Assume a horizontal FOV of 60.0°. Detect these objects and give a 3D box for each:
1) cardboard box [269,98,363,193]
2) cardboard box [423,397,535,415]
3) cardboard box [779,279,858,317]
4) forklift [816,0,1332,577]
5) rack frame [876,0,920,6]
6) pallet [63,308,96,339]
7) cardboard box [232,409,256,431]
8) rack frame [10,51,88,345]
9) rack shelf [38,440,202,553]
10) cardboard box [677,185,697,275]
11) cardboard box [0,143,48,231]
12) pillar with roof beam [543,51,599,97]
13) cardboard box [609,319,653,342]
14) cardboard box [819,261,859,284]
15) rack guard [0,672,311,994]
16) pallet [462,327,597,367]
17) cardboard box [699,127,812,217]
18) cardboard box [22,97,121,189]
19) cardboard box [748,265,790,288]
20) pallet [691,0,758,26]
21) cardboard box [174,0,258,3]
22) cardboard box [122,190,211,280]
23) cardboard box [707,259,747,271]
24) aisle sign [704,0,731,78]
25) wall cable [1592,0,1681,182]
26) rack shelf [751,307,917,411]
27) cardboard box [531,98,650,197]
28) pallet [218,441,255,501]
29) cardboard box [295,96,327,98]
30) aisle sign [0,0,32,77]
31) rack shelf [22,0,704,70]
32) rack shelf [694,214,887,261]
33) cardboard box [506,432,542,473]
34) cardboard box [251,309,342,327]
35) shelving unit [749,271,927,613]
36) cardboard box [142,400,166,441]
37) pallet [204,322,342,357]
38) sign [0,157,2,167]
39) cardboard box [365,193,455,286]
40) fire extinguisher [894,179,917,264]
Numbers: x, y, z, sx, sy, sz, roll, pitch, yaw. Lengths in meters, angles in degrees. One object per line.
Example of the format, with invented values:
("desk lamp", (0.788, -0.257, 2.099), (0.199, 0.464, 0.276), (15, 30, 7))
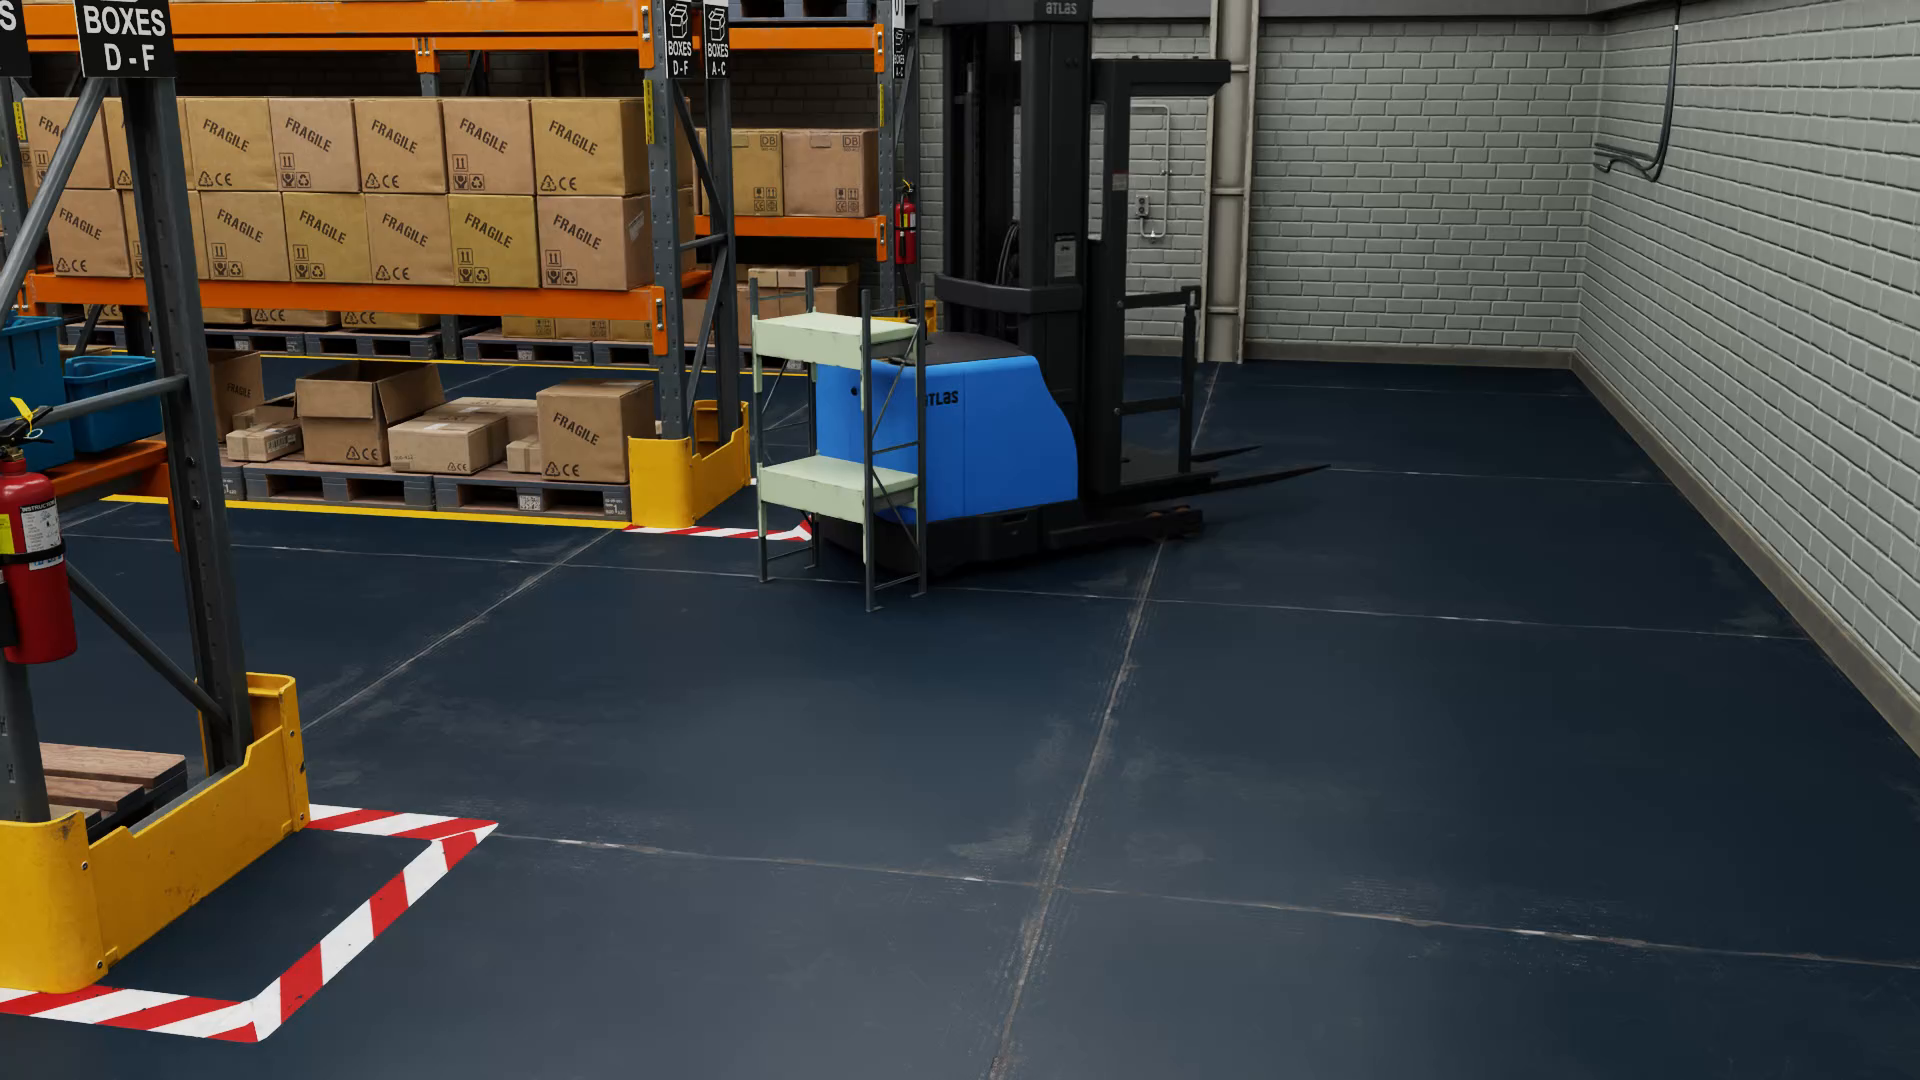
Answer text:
("cardboard box", (-3.486, -2.224, 9.340), (0.500, 0.500, 0.500), (4, 16, 13))
("cardboard box", (-2.944, -0.705, 10.244), (0.500, 0.250, 0.500), (3, 16, 11))
("cardboard box", (-1.210, -1.966, 14.368), (0.500, 0.500, 0.700), (3, 16, 11))
("forklift", (0.724, -1.505, 8.933), (3.031, 2.935, 1.130), (-9, 18, -31))
("rack frame", (-0.504, -5.849, 13.249), (0.127, 3.000, 1.000), (3, 16, 11))
("pallet", (-9.109, -2.081, 16.110), (1.213, 0.211, 1.003), (3, 16, 11))
("cardboard box", (-4.413, -0.752, 10.604), (0.250, 0.149, 0.380), (3, 16, 11))
("rack frame", (-8.344, -3.383, 15.586), (0.127, 3.000, 1.000), (3, 16, 11))
("rack shelf", (-4.438, -0.126, 5.174), (4.000, 0.370, 1.077), (3, 16, 11))
("cardboard box", (-1.870, -1.802, 9.692), (0.500, 0.500, 0.500), (3, 16, 12))
("cardboard box", (-5.827, -2.209, 10.372), (0.500, 0.500, 0.700), (-2, 16, -8))
("pillar with roof beam", (-4.423, -5.124, 10.634), (0.400, 9.000, 9.100), (3, 16, 11))
("cardboard box", (-2.717, -2.046, 14.655), (0.500, 0.500, 0.700), (3, 16, 12))
("cardboard box", (-1.048, -2.325, 14.446), (0.250, 0.149, 0.380), (3, 16, 11))
("rack guard", (-2.452, 0.837, 5.035), (0.348, 0.500, 1.175), (3, 16, 11))
("pallet", (-3.694, -1.766, 14.971), (1.213, 0.211, 1.003), (3, 16, 11))
("cardboard box", (-1.721, -3.162, 14.228), (0.700, 0.700, 0.980), (3, 16, 11))
("cardboard box", (-5.002, -2.306, 9.636), (0.500, 0.500, 0.500), (4, 16, 13))
("cardboard box", (-1.623, -2.252, 14.182), (0.250, 0.149, 0.380), (4, 16, 13))
("pallet", (-2.432, -4.461, 14.026), (1.213, 0.211, 1.003), (3, 16, 11))
("cardboard box", (-4.001, -3.102, 9.235), (0.500, 0.250, 0.500), (3, 16, 11))
("cardboard box", (-4.460, -1.798, 9.675), (0.500, 0.500, 0.500), (3, 16, 12))
("cardboard box", (-2.039, -2.378, 14.639), (0.250, 0.149, 0.380), (3, 16, 12))
("aisle sign", (-1.362, -2.988, 9.288), (0.004, 0.787, 0.394), (3, 16, 11))
("wall cable", (4.967, -3.958, 12.240), (0.112, 2.526, 3.097), (3, 16, 11))
("rack shelf", (-0.577, -0.864, 7.838), (0.720, 0.370, 0.431), (13, 20, 39))
("cardboard box", (-1.978, -2.143, 9.050), (0.500, 0.500, 0.500), (3, 16, 11))
("pallet", (-4.734, -0.494, 10.379), (1.213, 0.211, 1.003), (3, 16, 11))
("cardboard box", (-3.864, -2.392, 9.947), (0.500, 0.500, 0.500), (3, 16, 12))
("aisle sign", (-2.466, -1.538, 4.057), (0.004, 0.787, 0.394), (3, 16, 11))
("rack shelf", (-3.447, -2.867, 9.451), (4.000, 0.370, 1.077), (3, 16, 11))
("rack shelf", (-2.464, -2.717, 14.530), (4.000, 0.370, 1.077), (3, 16, 11))
("cardboard box", (-2.448, -0.518, 9.725), (0.250, 0.166, 0.380), (3, 16, 11))
("cardboard box", (-5.958, -2.384, 15.219), (0.750, 0.750, 0.750), (4, 16, 13))
("shelving unit", (-0.577, -0.488, 7.943), (0.755, 1.500, 0.431), (13, 20, 39))
("cardboard box", (-5.039, -0.712, 10.155), (0.500, 0.311, 0.500), (3, 16, 11))
("pallet", (-6.394, -1.912, 15.500), (1.213, 0.211, 1.003), (3, 16, 11))
("sign", (-5.514, -2.287, 9.460), (0.005, 0.325, 0.100), (3, 16, 11))
("cardboard box", (-2.978, -1.717, 9.384), (0.500, 0.500, 0.500), (3, 16, 12))
("fire extinguisher", (-0.448, -2.612, 13.645), (0.183, 0.674, 0.296), (3, 16, 11))
